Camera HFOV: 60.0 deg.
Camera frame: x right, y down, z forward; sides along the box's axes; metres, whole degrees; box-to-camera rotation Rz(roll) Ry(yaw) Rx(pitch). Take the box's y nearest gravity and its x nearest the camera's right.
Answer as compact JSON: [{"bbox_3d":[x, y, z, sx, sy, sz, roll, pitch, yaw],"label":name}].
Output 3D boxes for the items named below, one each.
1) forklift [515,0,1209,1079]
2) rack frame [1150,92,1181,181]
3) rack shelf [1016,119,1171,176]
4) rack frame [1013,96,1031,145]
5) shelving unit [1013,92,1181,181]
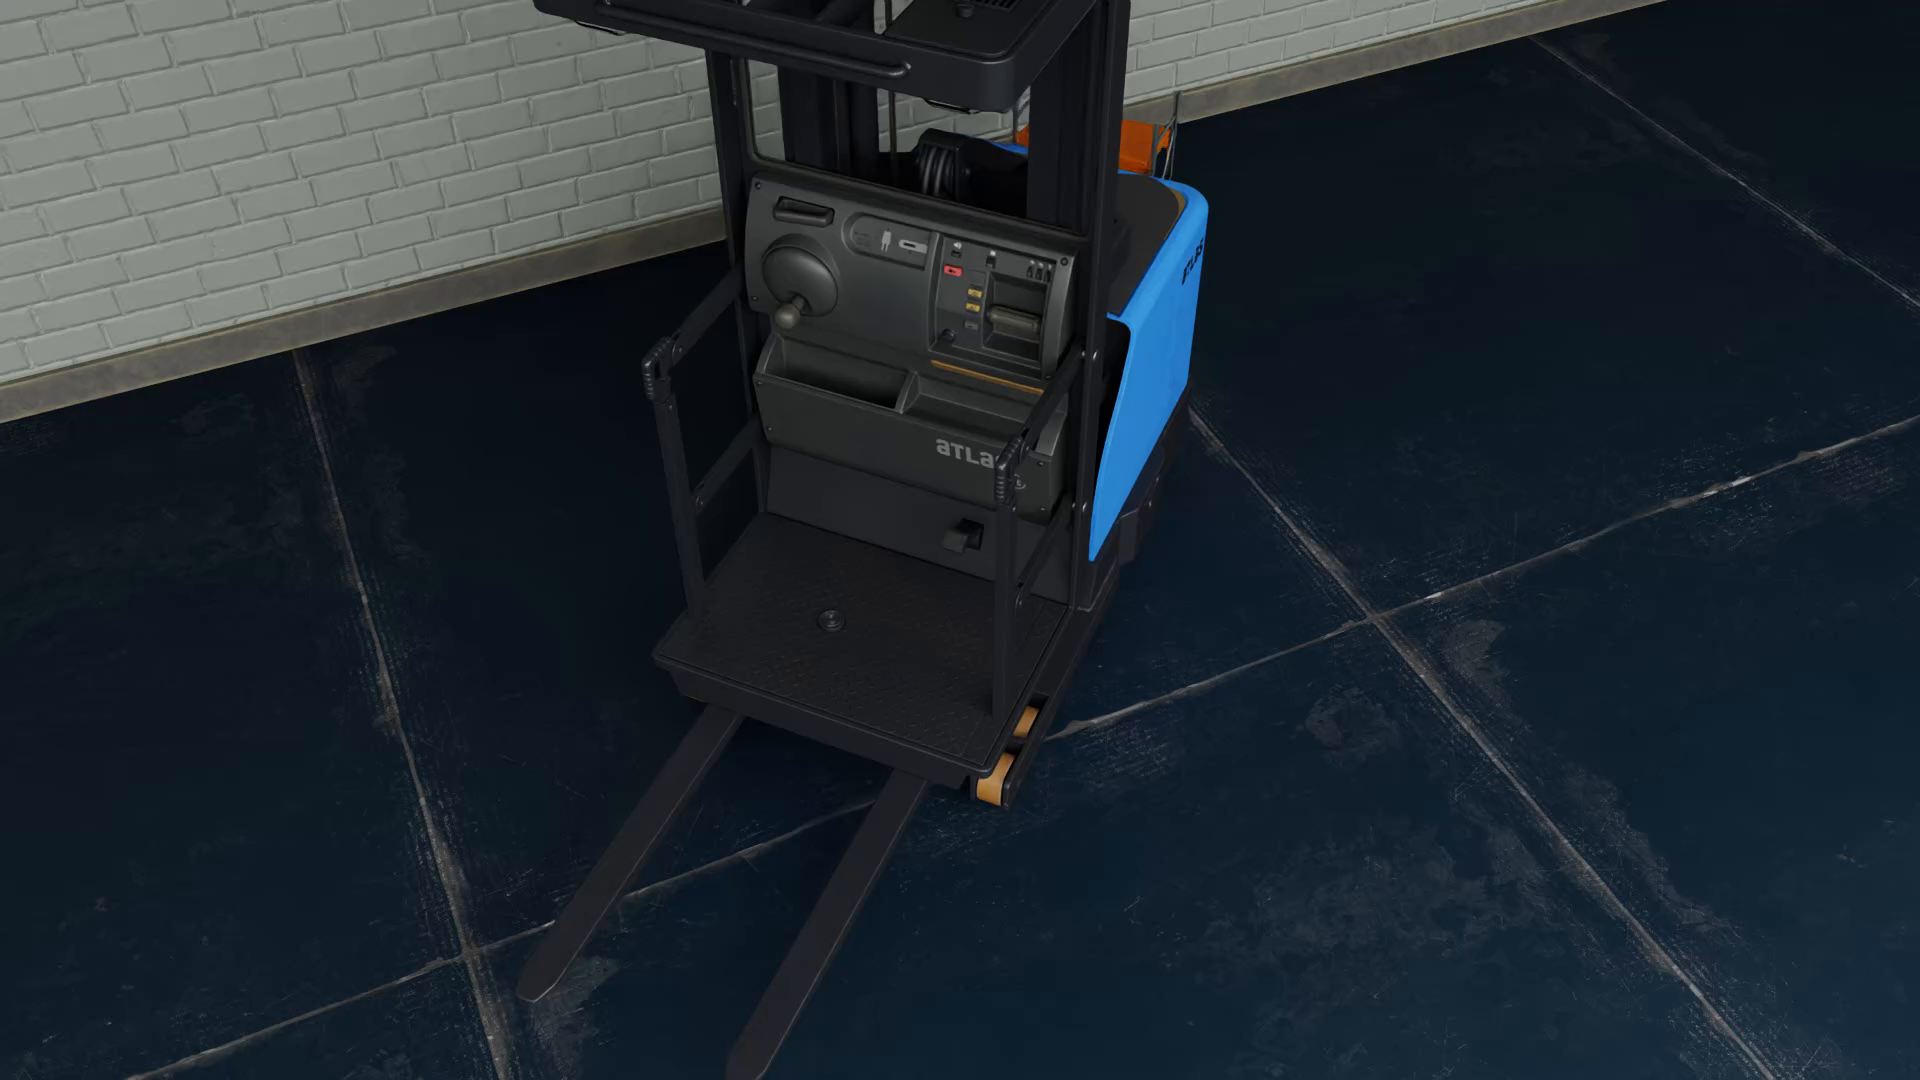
[{"bbox_3d":[-0.231,-0.603,4.274,1.130,2.935,3.031,17,47,16],"label":"forklift"},{"bbox_3d":[0.680,-0.989,5.895,0.015,1.200,0.240,17,46,16],"label":"rack frame"},{"bbox_3d":[0.458,-1.341,5.692,0.480,0.148,0.258,17,46,16],"label":"rack shelf"},{"bbox_3d":[0.232,-1.126,6.034,0.015,1.200,0.240,17,46,16],"label":"rack frame"},{"bbox_3d":[0.456,-1.058,5.964,0.503,1.200,0.258,17,46,16],"label":"shelving unit"}]
